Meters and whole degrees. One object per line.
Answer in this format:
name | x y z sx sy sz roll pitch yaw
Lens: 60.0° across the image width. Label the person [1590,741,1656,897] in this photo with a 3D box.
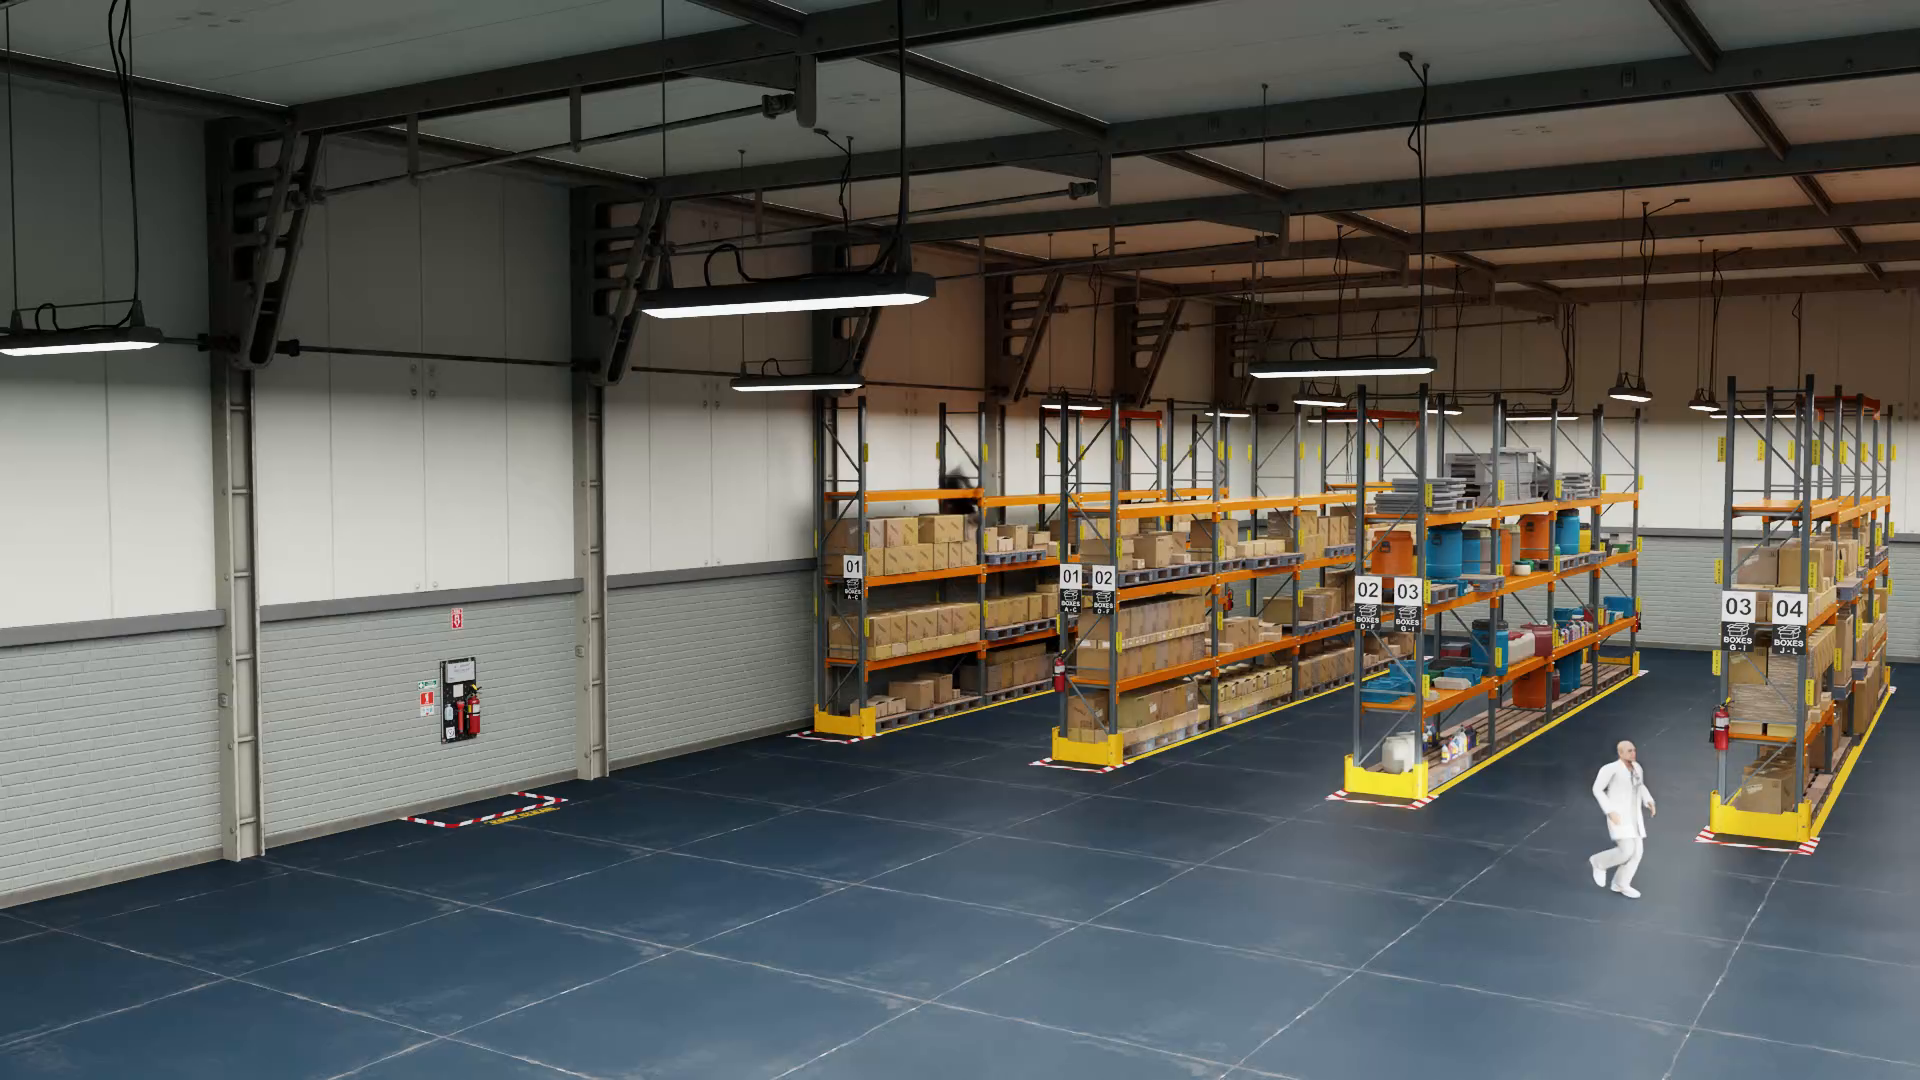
person | 7.521 3.147 18.894 0.730 1.738 0.634 -2 3 -27
